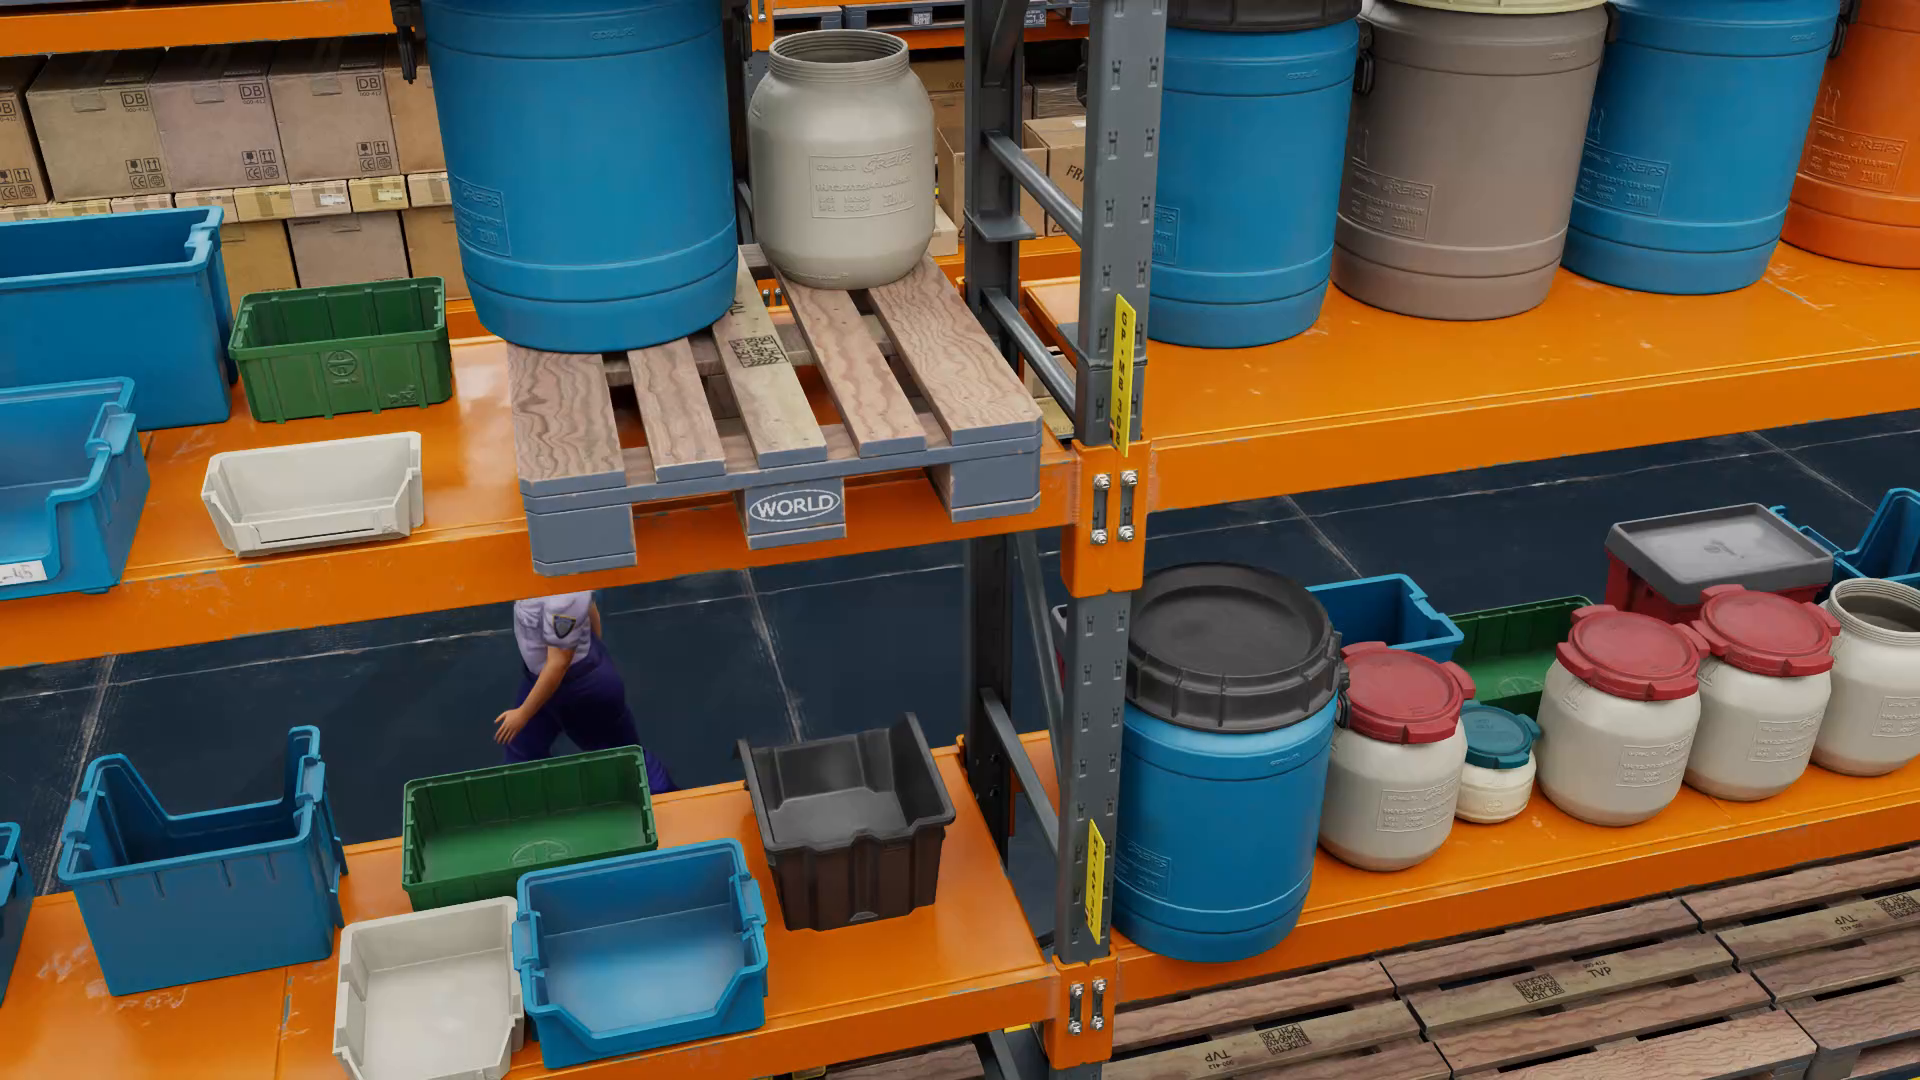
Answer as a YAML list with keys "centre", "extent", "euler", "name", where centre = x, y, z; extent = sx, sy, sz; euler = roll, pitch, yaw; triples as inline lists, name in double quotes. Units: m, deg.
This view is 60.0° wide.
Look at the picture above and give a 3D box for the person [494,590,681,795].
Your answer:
- centre: [-1.521, 0.542, 6.202]
  extent: [0.978, 1.590, 0.490]
  euler: [-11, 32, -18]
  name: "person"
